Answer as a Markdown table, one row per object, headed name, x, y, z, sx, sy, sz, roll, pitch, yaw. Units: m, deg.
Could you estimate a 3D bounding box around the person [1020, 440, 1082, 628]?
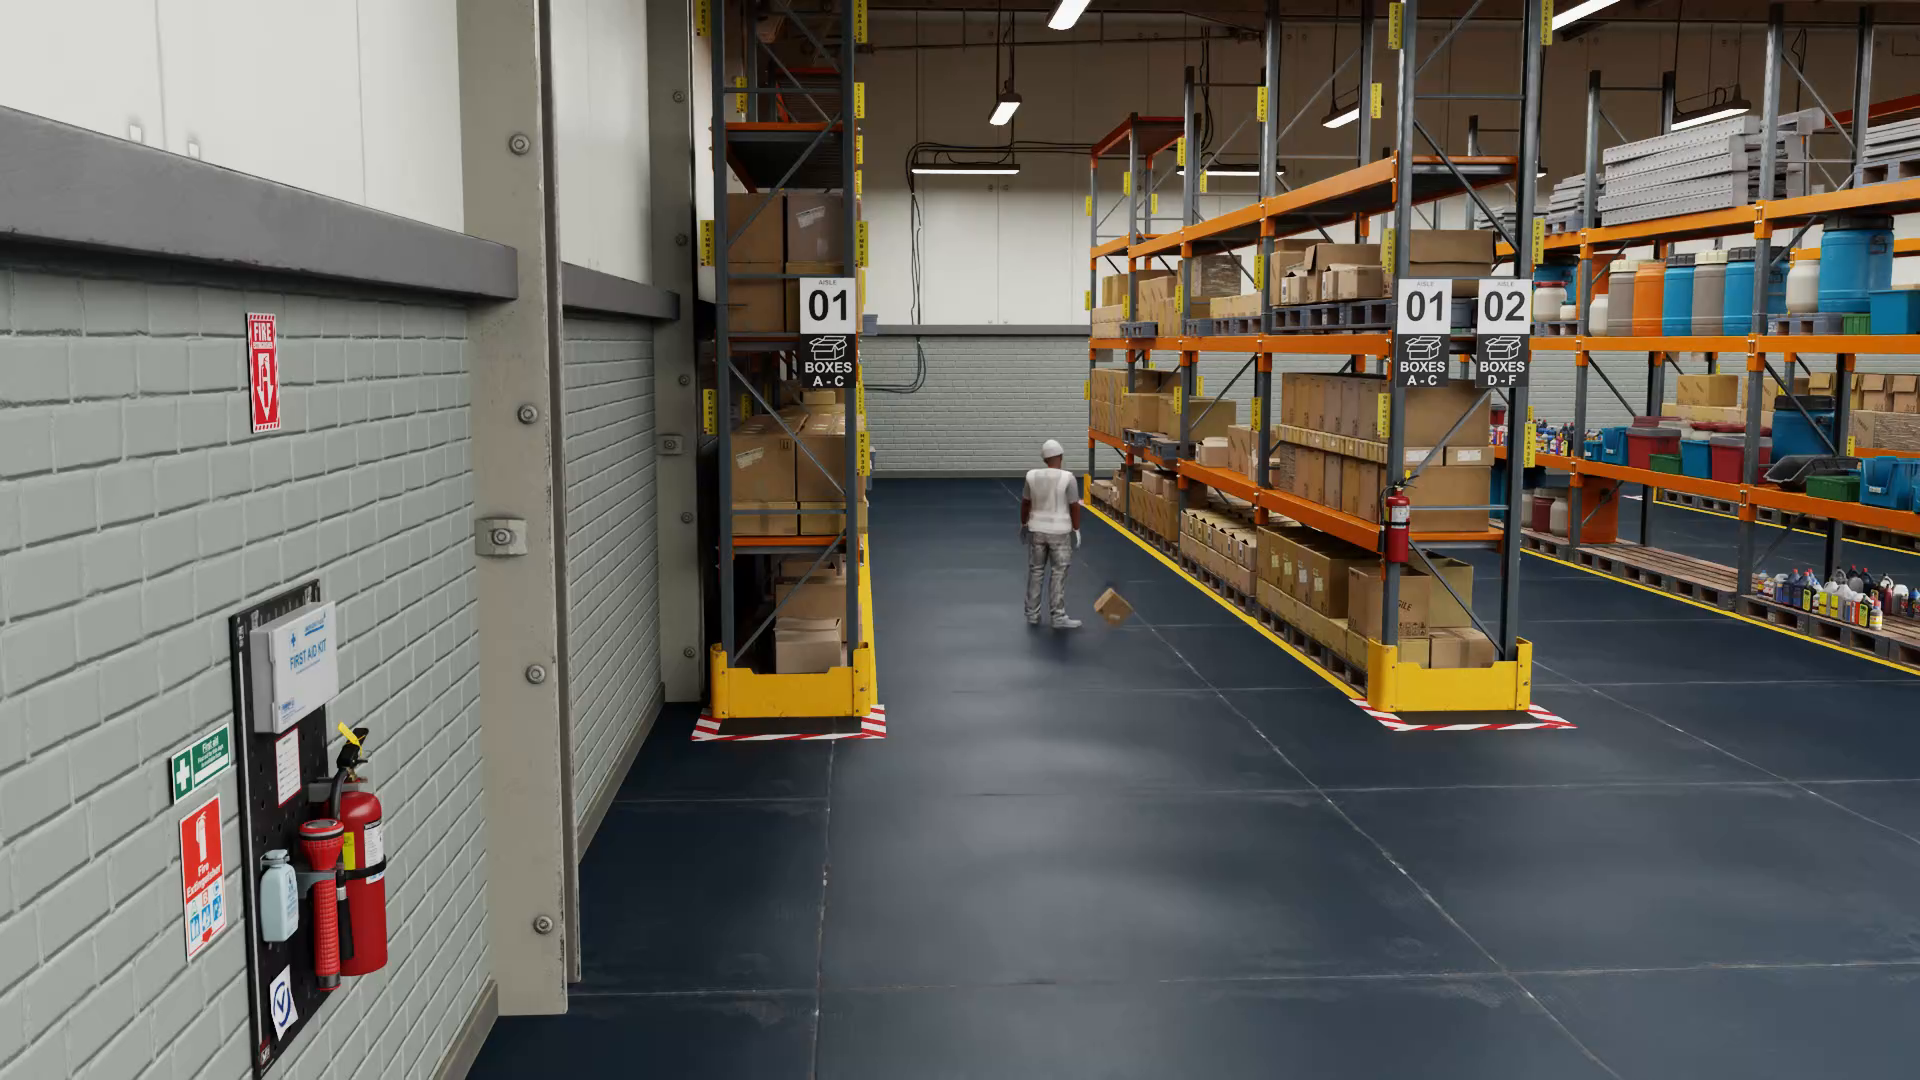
| name | x | y | z | sx | sy | sz | roll | pitch | yaw |
| --- | --- | --- | --- | --- | --- | --- | --- | --- | --- |
| person | 0.862 | -0.070 | 15.980 | 0.663 | 1.788 | 0.398 | 4 | 8 | 28 |
